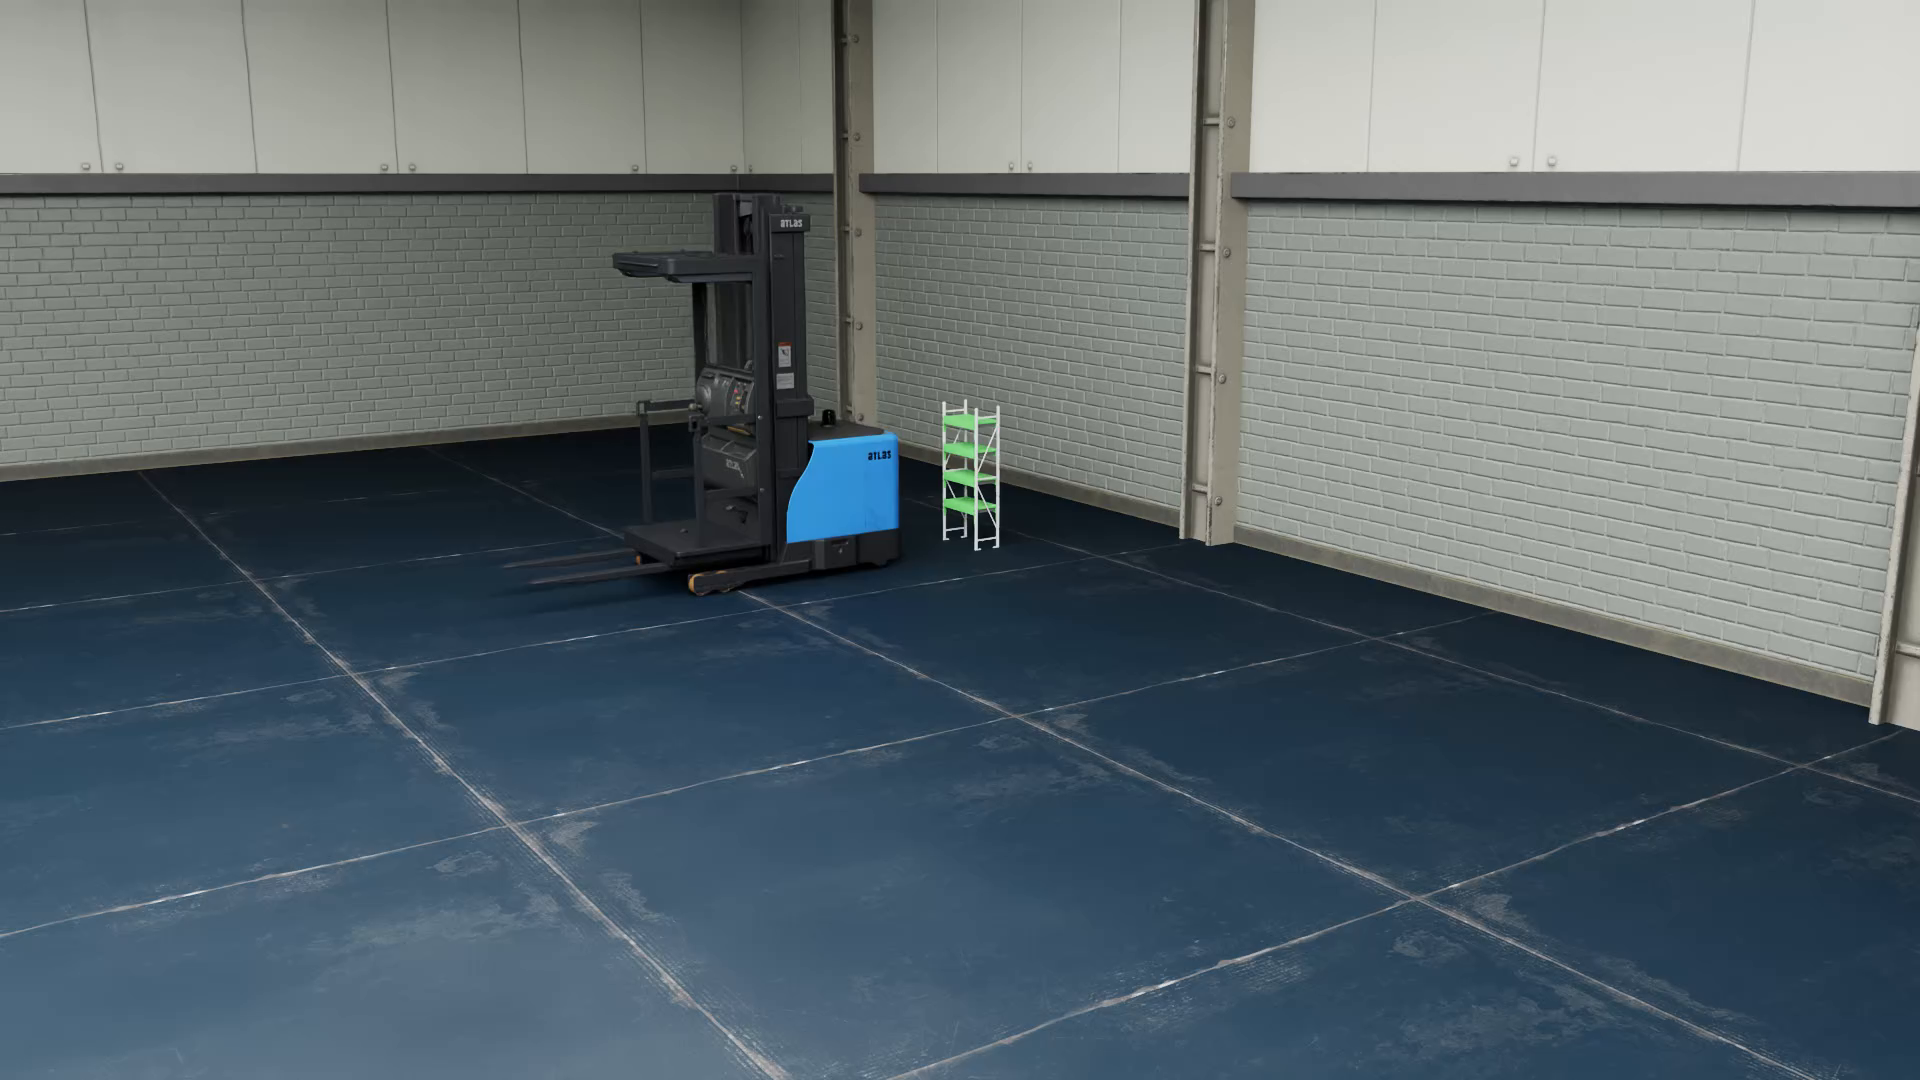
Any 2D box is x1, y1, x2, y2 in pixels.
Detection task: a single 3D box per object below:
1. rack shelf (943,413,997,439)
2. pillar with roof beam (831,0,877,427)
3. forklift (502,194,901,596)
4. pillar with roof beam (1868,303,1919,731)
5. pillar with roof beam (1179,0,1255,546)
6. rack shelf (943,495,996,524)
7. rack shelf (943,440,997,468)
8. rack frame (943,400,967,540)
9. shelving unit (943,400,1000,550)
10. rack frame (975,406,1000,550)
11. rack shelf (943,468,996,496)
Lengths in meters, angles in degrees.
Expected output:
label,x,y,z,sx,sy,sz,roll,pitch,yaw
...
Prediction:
label,x,y,z,sx,sy,sz,roll,pitch,yaw
rack shelf,0.092,-0.963,14.010,0.258,0.148,0.480,-8,15,-33
pillar with roof beam,-4.770,-4.956,15.960,9.100,9.000,0.400,-8,15,-33
forklift,-1.985,-1.142,12.722,3.031,2.935,1.130,-8,15,-33
pillar with roof beam,1.879,-2.822,6.200,9.100,9.000,0.400,-8,15,-33
pillar with roof beam,-1.446,-3.889,11.080,9.100,9.000,0.400,-8,15,-33
rack shelf,0.092,-0.260,14.164,0.258,0.148,0.480,-8,15,-33
rack shelf,0.092,-0.729,14.061,0.258,0.148,0.480,-8,15,-33
rack frame,-0.043,-0.600,14.297,0.240,1.200,0.015,-8,15,-33
shelving unit,0.092,-0.557,14.099,0.258,1.200,0.503,-8,15,-33
rack frame,0.227,-0.513,13.901,0.240,1.200,0.015,-8,15,-33
rack shelf,0.092,-0.494,14.113,0.258,0.148,0.480,-8,15,-33
